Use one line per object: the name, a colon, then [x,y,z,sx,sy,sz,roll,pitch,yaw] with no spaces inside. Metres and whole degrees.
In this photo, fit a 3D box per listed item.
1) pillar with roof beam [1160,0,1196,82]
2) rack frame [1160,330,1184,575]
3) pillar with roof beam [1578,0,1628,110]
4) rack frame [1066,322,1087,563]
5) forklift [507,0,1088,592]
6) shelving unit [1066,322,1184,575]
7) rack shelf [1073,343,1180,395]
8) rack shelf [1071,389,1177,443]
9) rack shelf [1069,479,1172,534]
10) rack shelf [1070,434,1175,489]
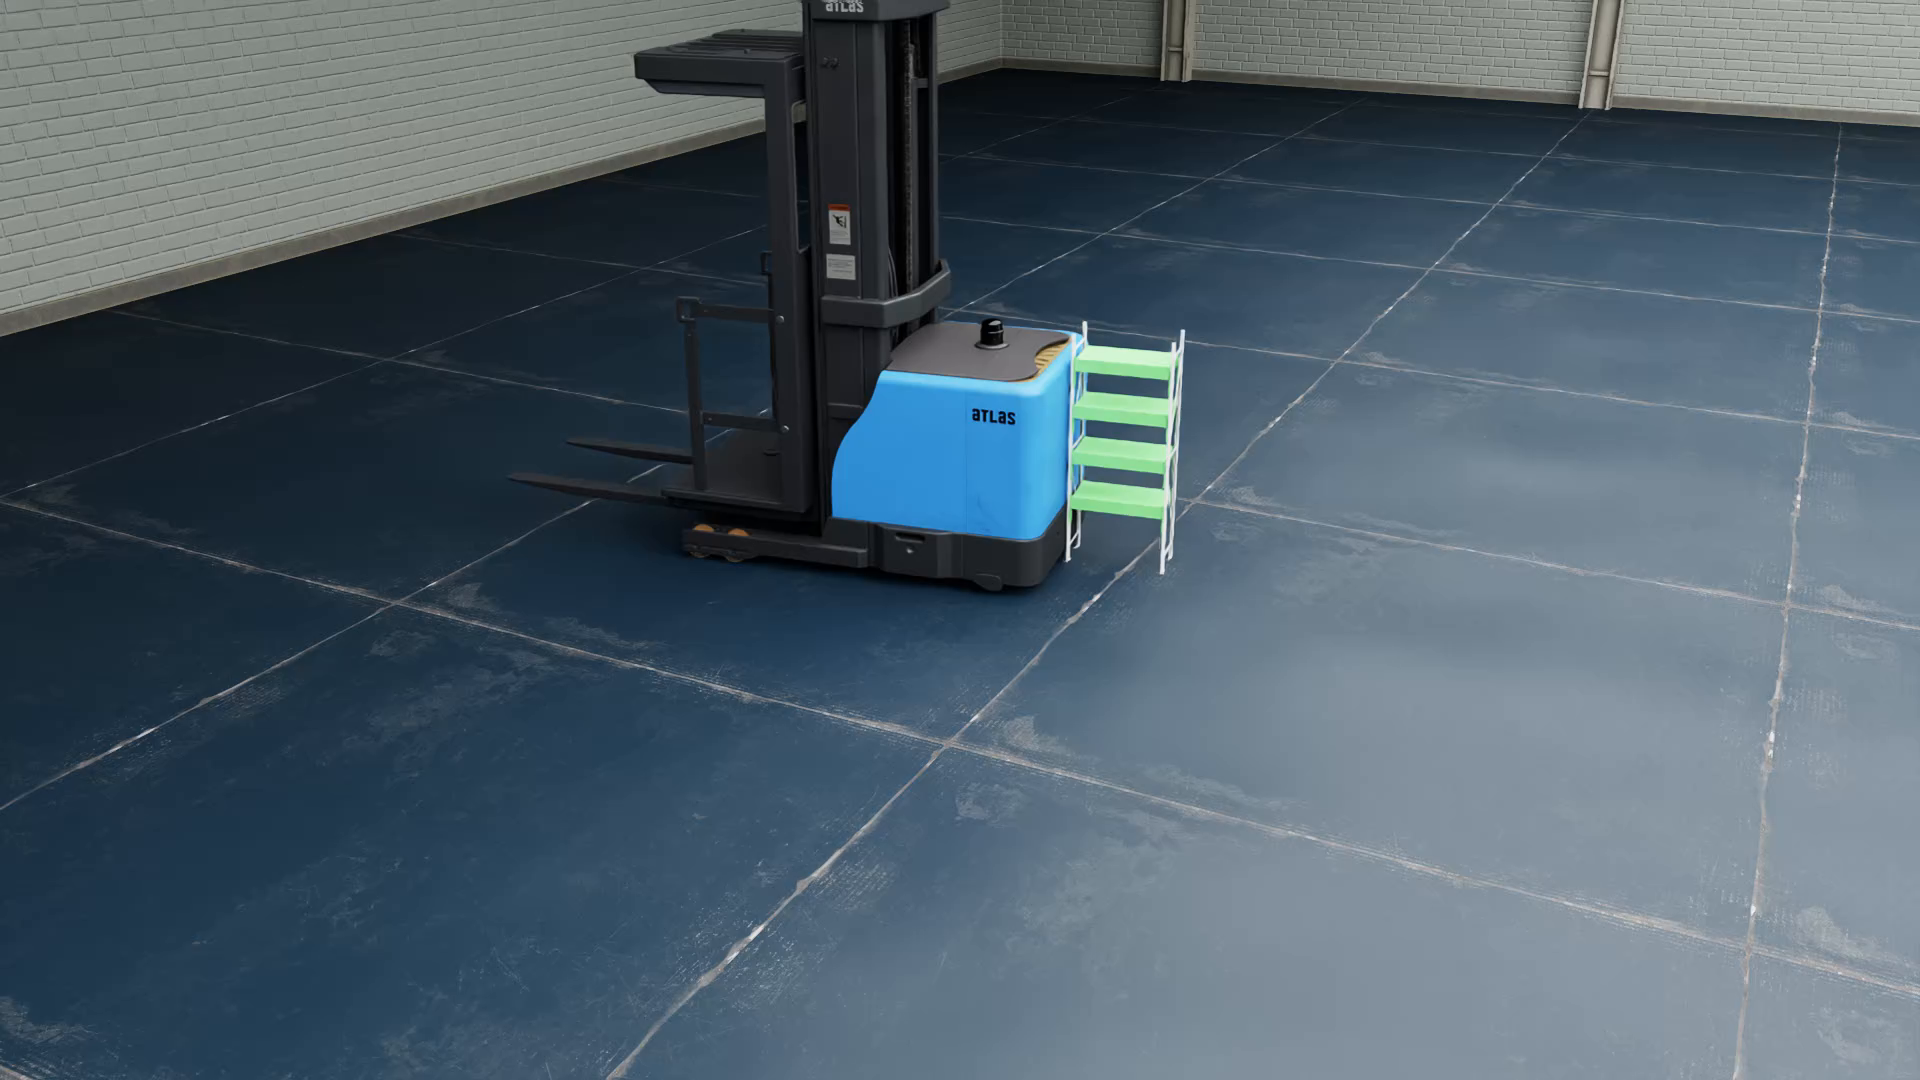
pillar with roof beam: [1.310,-9.562,19.735,0.400,9.000,9.100,11,25,25]
rack frame: [1.047,-0.424,8.214,0.015,1.200,0.240,7,24,16]
pillar with roof beam: [6.664,-8.502,17.243,0.400,9.000,9.100,11,25,25]
rack frame: [0.583,-0.483,8.352,0.015,1.200,0.240,7,24,16]
forklift: [-0.907,-1.422,8.349,3.031,2.935,1.130,7,24,16]
shelving unit: [0.815,-0.453,8.283,0.503,1.200,0.258,7,24,16]
rack shelf: [0.815,-0.836,8.120,0.480,0.148,0.258,7,24,16]
rack shelf: [0.815,-0.615,8.214,0.480,0.148,0.258,7,24,16]
rack shelf: [0.815,-0.174,8.402,0.480,0.148,0.258,7,24,16]
rack shelf: [0.815,-0.394,8.308,0.480,0.148,0.258,7,24,16]
